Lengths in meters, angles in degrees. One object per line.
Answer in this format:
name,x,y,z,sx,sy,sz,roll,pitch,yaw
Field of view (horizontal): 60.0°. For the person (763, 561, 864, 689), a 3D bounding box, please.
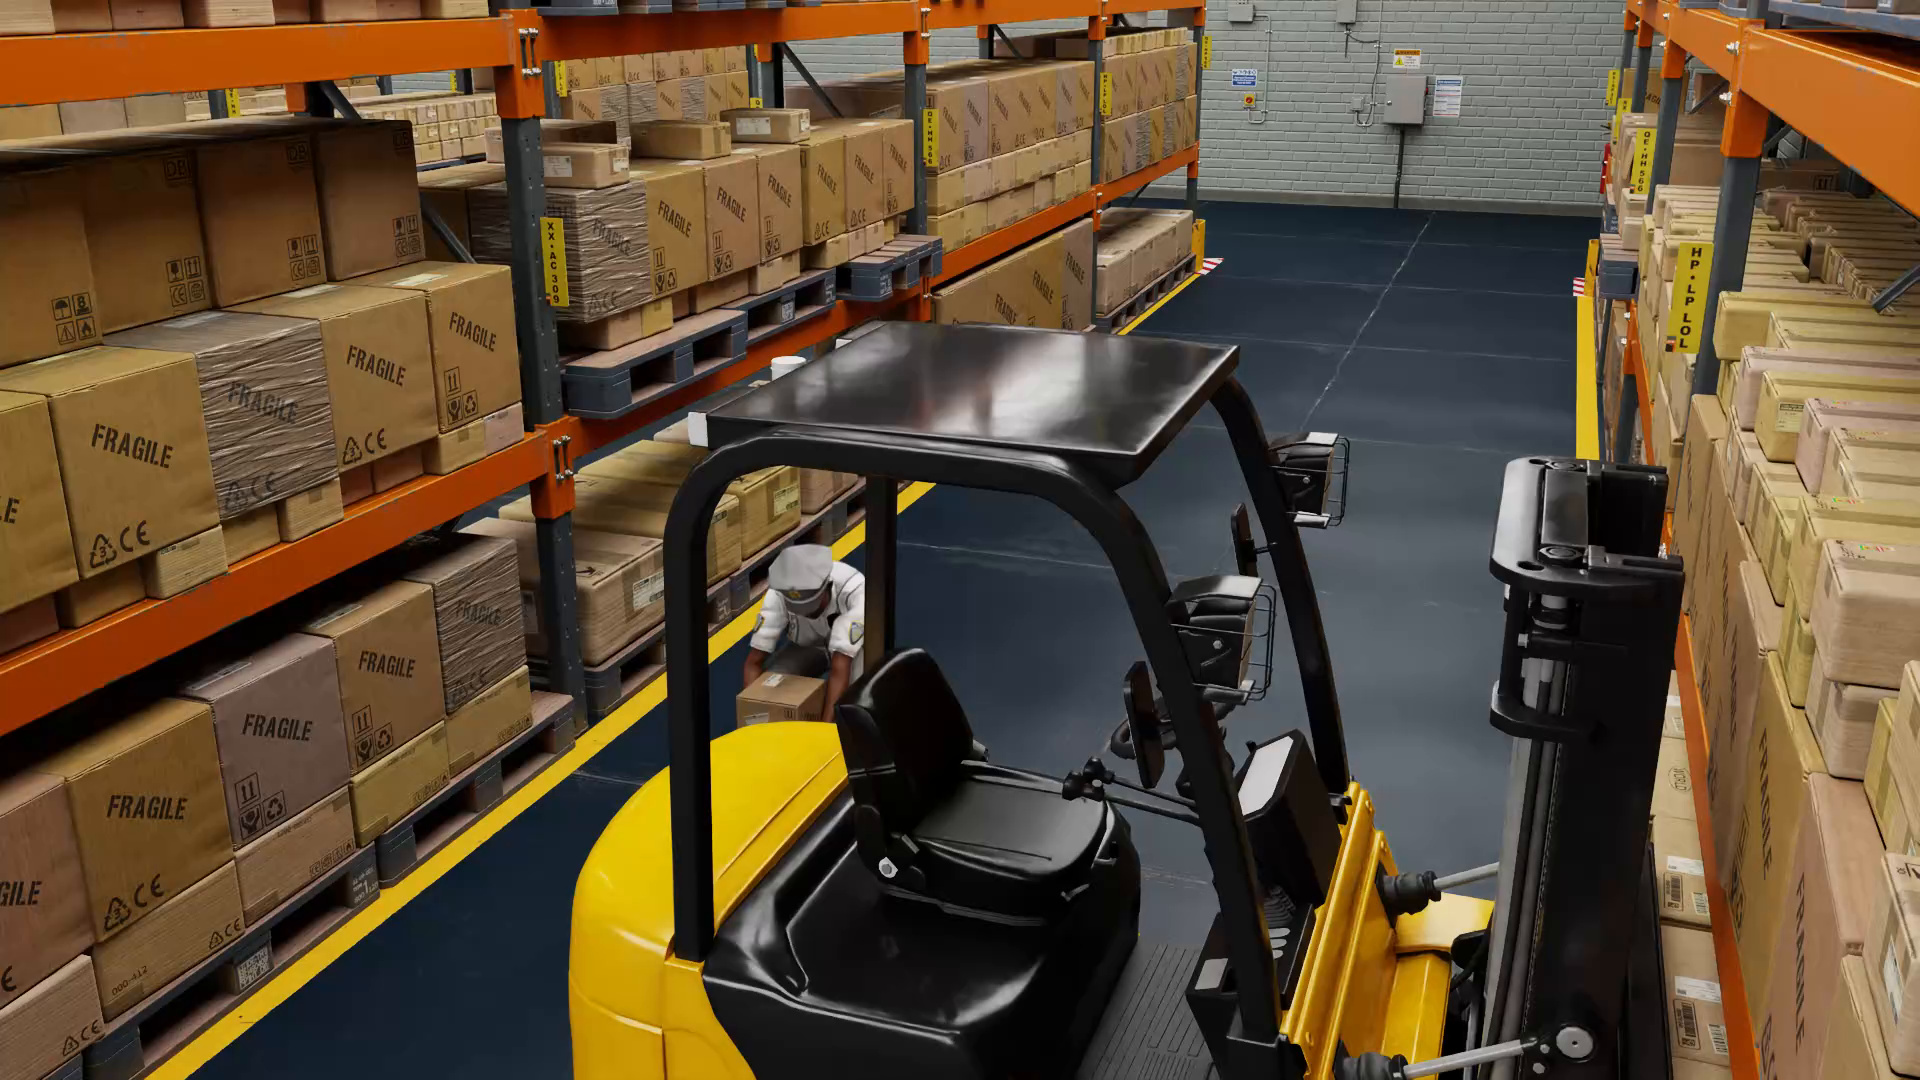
person,-0.497,0.419,6.563,0.465,0.791,0.579,6,20,17
